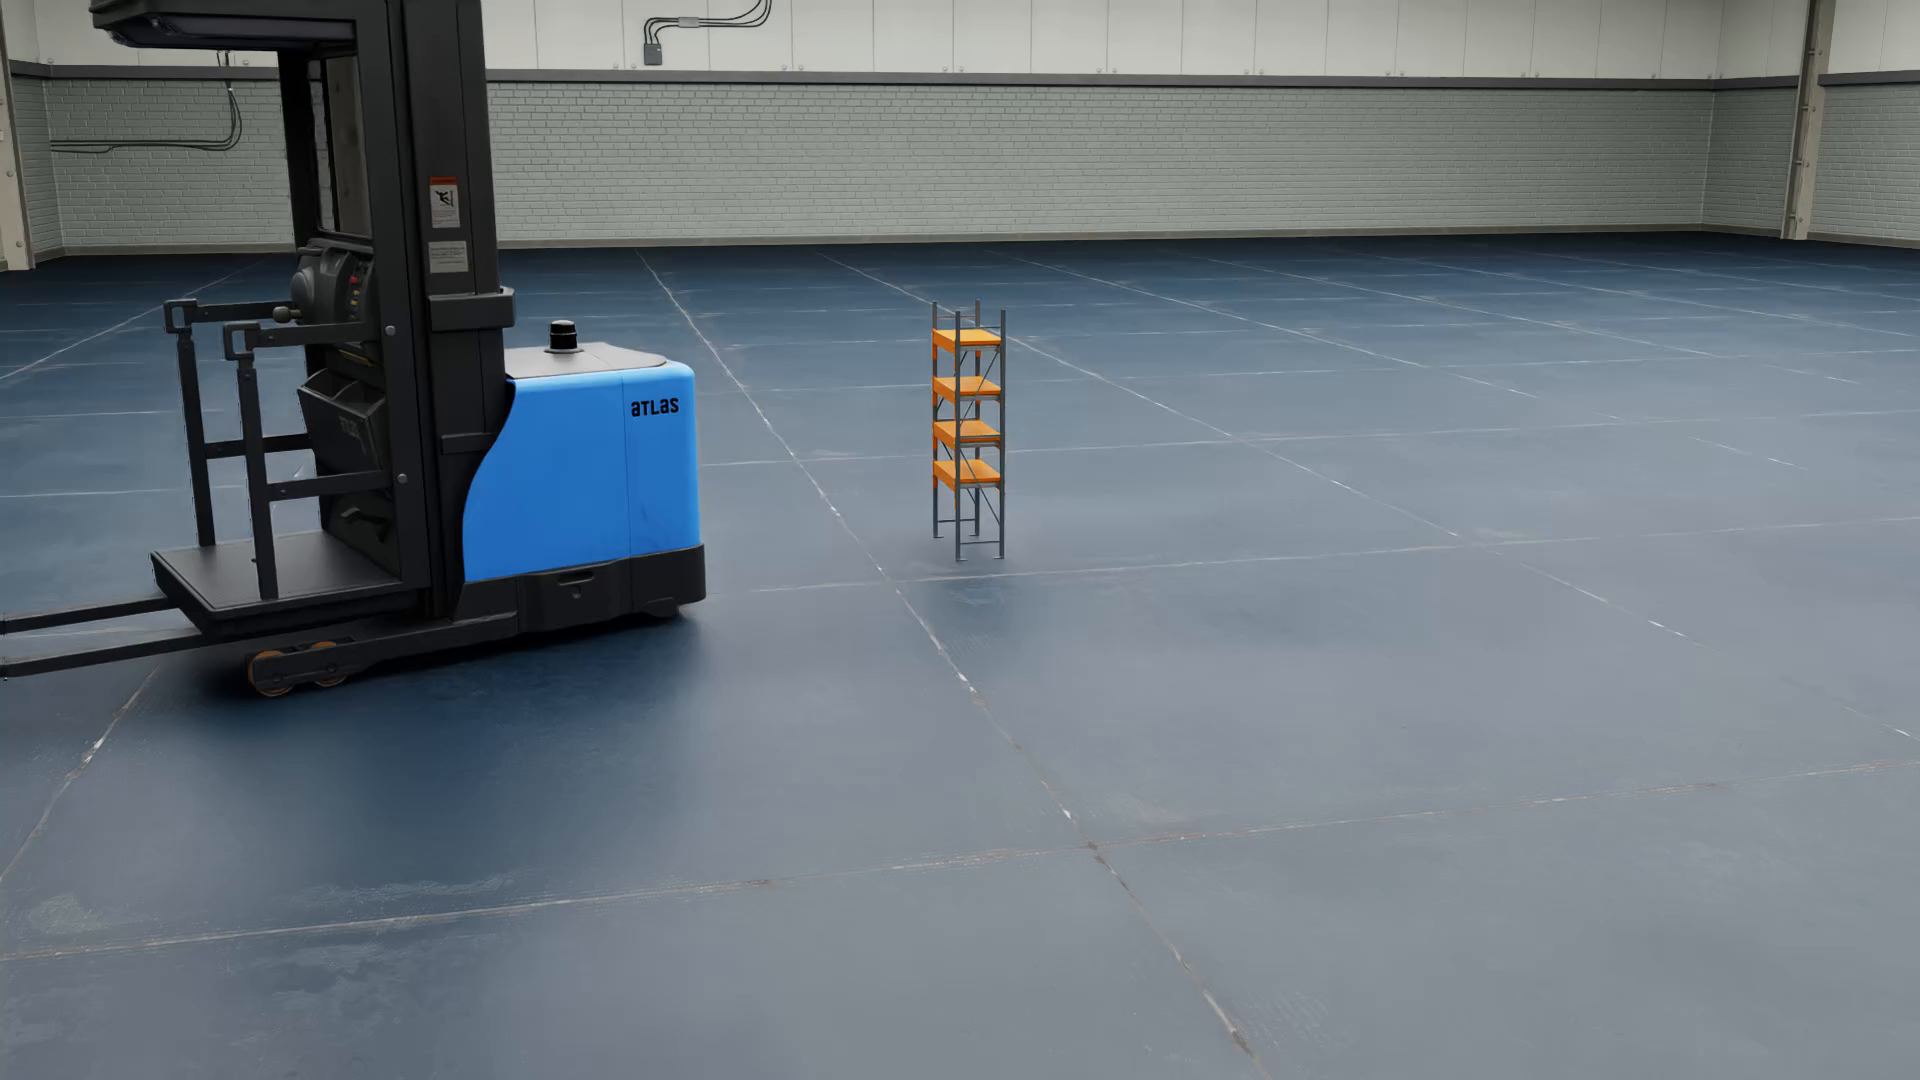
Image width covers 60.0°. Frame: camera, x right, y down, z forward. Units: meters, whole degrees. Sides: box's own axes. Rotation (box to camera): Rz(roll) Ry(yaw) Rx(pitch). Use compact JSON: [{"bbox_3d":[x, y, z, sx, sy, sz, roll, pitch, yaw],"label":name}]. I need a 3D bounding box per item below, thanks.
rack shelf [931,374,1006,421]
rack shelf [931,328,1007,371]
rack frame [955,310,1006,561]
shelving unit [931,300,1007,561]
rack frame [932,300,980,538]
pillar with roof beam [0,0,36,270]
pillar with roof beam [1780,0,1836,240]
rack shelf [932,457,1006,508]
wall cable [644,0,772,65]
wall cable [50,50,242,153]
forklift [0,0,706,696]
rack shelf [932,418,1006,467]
[{"bbox_3d":[0.039,-0.697,8.091,0.258,0.148,0.480,-3,14,-13],"label":"rack shelf"},{"bbox_3d":[0.039,-0.926,8.035,0.258,0.148,0.480,-3,14,-13],"label":"rack shelf"},{"bbox_3d":[0.096,-0.488,7.898,0.240,1.200,0.015,-3,14,-13],"label":"rack frame"},{"bbox_3d":[0.039,-0.545,8.128,0.258,1.200,0.503,-3,14,-13],"label":"shelving unit"},{"bbox_3d":[-0.018,-0.601,8.359,0.240,1.200,0.015,-3,14,-13],"label":"rack frame"},{"bbox_3d":[-10.122,-8.742,25.249,9.100,9.000,0.400,-3,14,-13],"label":"pillar with roof beam"},{"bbox_3d":[12.128,-10.018,30.471,9.100,9.000,0.400,-3,14,-13],"label":"pillar with roof beam"},{"bbox_3d":[0.039,-0.286,8.191,0.258,0.148,0.480,-3,14,-13],"label":"rack shelf"},{"bbox_3d":[-4.481,-11.433,29.097,2.305,6.003,0.169,-3,14,-13],"label":"wall cable"},{"bbox_3d":[-13.713,-7.747,27.718,3.097,2.526,0.112,-3,14,-13],"label":"wall cable"},{"bbox_3d":[-2.582,-0.993,6.316,3.031,2.935,1.130,-10,17,-35],"label":"forklift"},{"bbox_3d":[0.039,-0.479,8.144,0.258,0.148,0.480,-3,14,-13],"label":"rack shelf"}]
